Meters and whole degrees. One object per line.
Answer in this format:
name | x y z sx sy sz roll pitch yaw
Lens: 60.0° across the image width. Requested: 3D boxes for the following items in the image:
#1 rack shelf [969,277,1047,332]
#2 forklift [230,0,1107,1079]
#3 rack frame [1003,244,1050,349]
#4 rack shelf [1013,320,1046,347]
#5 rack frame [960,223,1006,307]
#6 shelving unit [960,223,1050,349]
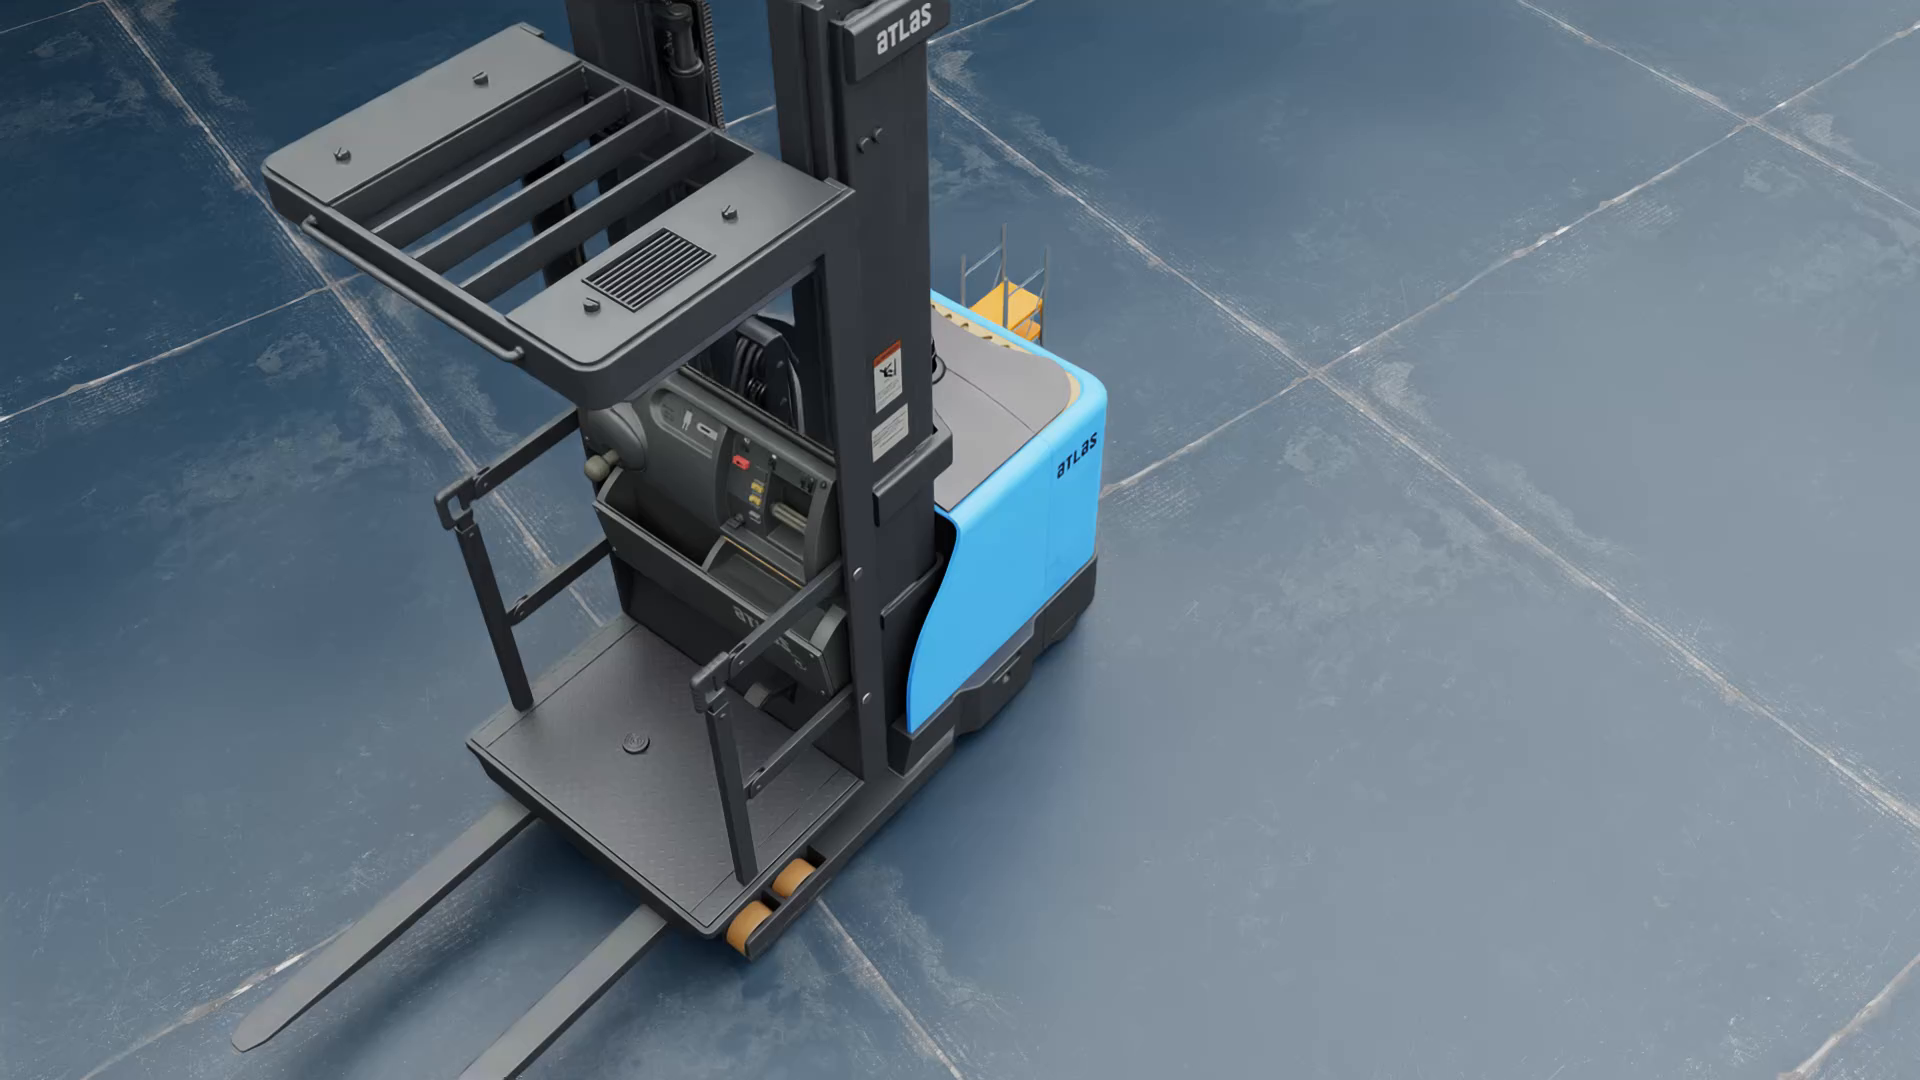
rack shelf | 0.149 -0.764 5.707 0.180 0.103 0.258 31 55 25
forklift | -0.838 -0.140 4.398 1.130 2.935 3.031 31 55 25
rack frame | 0.220 -0.509 5.902 0.006 1.200 0.240 31 55 25
rack shelf | 0.149 -0.683 5.796 0.180 0.103 0.258 31 55 25
rack frame | 0.078 -0.595 5.979 0.006 1.200 0.240 31 55 25
shelving unit | 0.149 -0.552 5.940 0.189 1.200 0.258 31 55 25
